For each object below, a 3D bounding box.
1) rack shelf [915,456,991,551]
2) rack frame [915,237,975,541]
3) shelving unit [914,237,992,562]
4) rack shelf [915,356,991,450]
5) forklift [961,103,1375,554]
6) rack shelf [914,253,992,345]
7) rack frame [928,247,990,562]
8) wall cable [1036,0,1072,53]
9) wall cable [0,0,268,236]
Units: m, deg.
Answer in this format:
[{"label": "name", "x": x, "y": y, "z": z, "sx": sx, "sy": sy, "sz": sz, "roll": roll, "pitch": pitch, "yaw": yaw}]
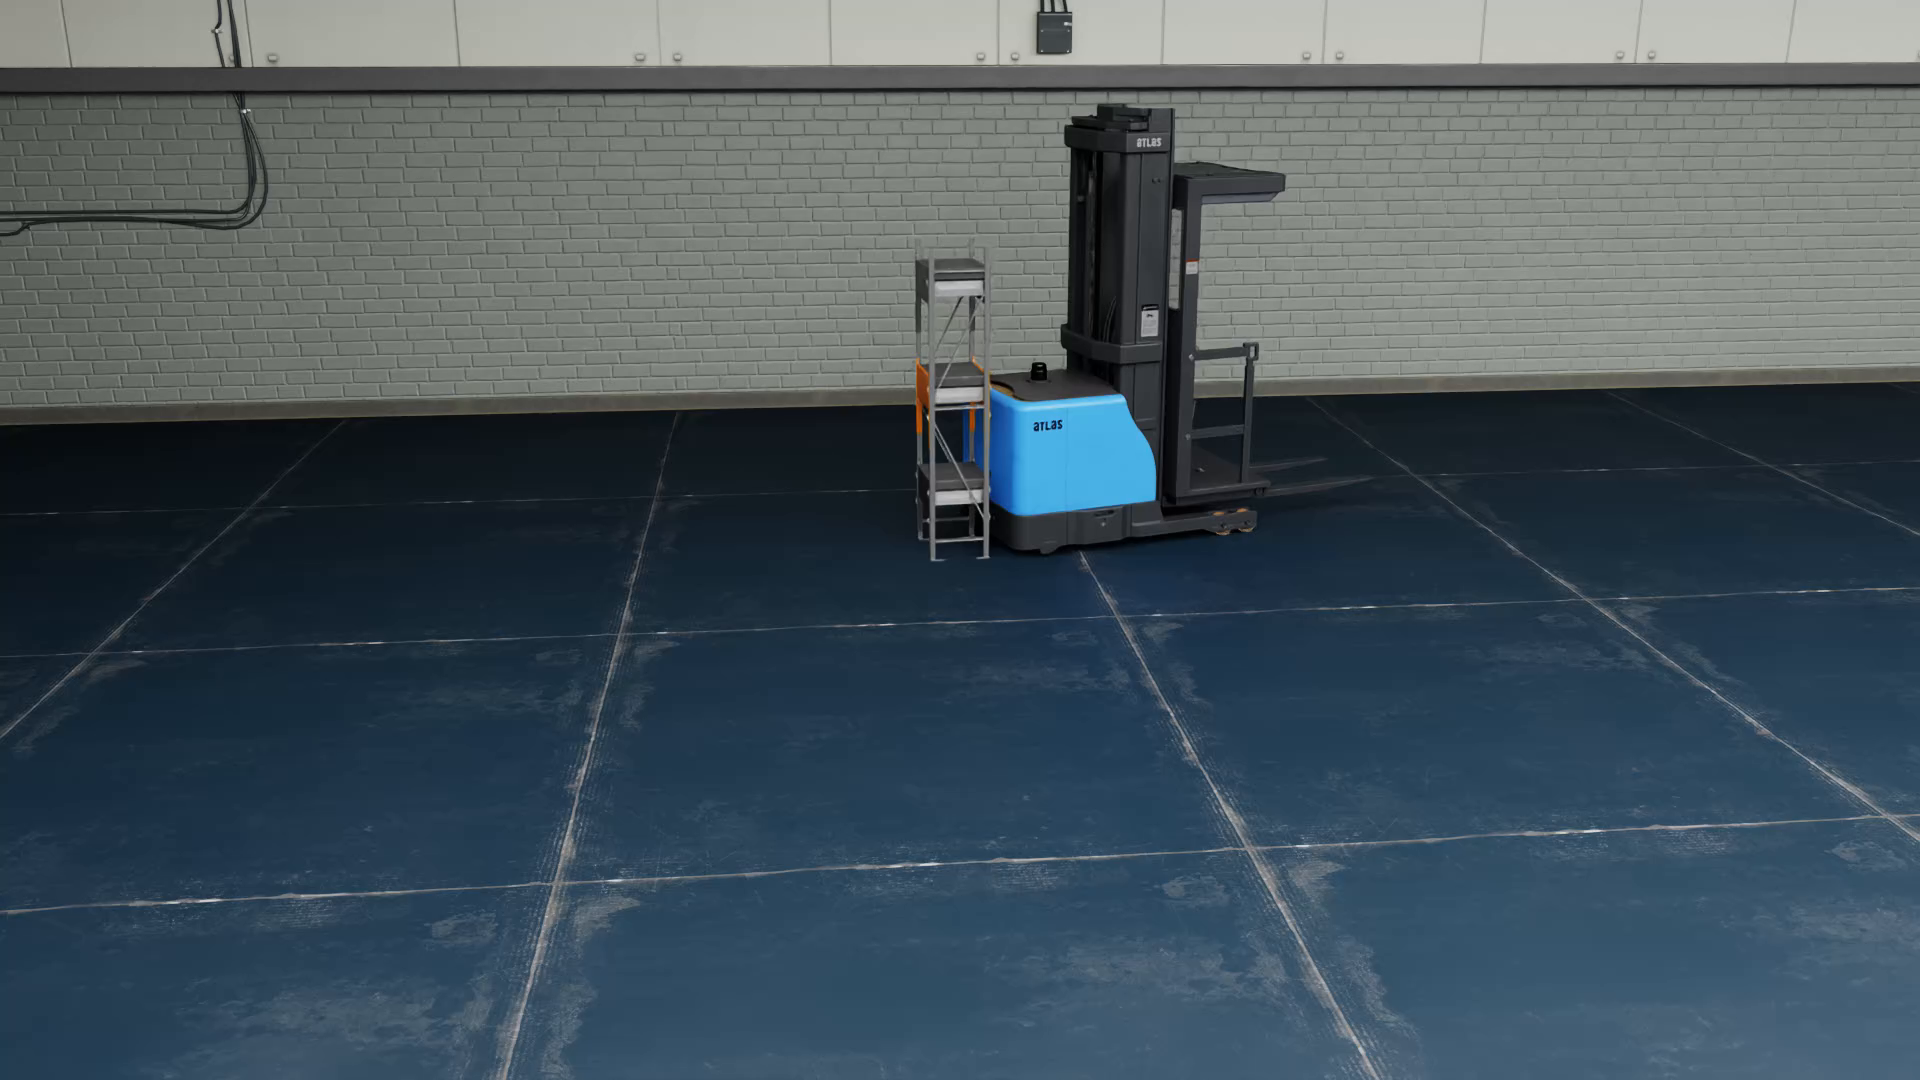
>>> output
[{"label": "rack shelf", "x": -0.051, "y": -0.256, "z": 11.368, "sx": 0.431, "sy": 0.518, "sz": 0.480, "roll": -3, "pitch": 18, "yaw": -11}, {"label": "rack frame", "x": -0.099, "y": -1.008, "z": 11.383, "sx": 0.400, "sy": 2.100, "sz": 0.015, "roll": -3, "pitch": 18, "yaw": -11}, {"label": "shelving unit", "x": -0.051, "y": -0.937, "z": 11.155, "sx": 0.431, "sy": 2.100, "sz": 0.503, "roll": -3, "pitch": 18, "yaw": -11}, {"label": "rack shelf", "x": -0.051, "y": -0.923, "z": 11.159, "sx": 0.431, "sy": 0.518, "sz": 0.480, "roll": -3, "pitch": 18, "yaw": -11}, {"label": "forklift", "x": 1.574, "y": -1.568, "z": 11.778, "sx": 3.031, "sy": 2.935, "sz": 1.130, "roll": -7, "pitch": 19, "yaw": -21}, {"label": "rack shelf", "x": -0.051, "y": -1.591, "z": 10.949, "sx": 0.431, "sy": 0.518, "sz": 0.480, "roll": -3, "pitch": 18, "yaw": -11}, {"label": "rack frame", "x": -0.004, "y": -0.865, "z": 10.926, "sx": 0.400, "sy": 2.100, "sz": 0.015, "roll": -3, "pitch": 18, "yaw": -11}, {"label": "wall cable", "x": 1.841, "y": -7.260, "z": 14.102, "sx": 2.305, "sy": 6.003, "sz": 0.169, "roll": -2, "pitch": 18, "yaw": -6}, {"label": "wall cable", "x": -7.604, "y": -3.868, "z": 14.157, "sx": 3.097, "sy": 2.526, "sz": 0.112, "roll": -2, "pitch": 18, "yaw": -6}]
